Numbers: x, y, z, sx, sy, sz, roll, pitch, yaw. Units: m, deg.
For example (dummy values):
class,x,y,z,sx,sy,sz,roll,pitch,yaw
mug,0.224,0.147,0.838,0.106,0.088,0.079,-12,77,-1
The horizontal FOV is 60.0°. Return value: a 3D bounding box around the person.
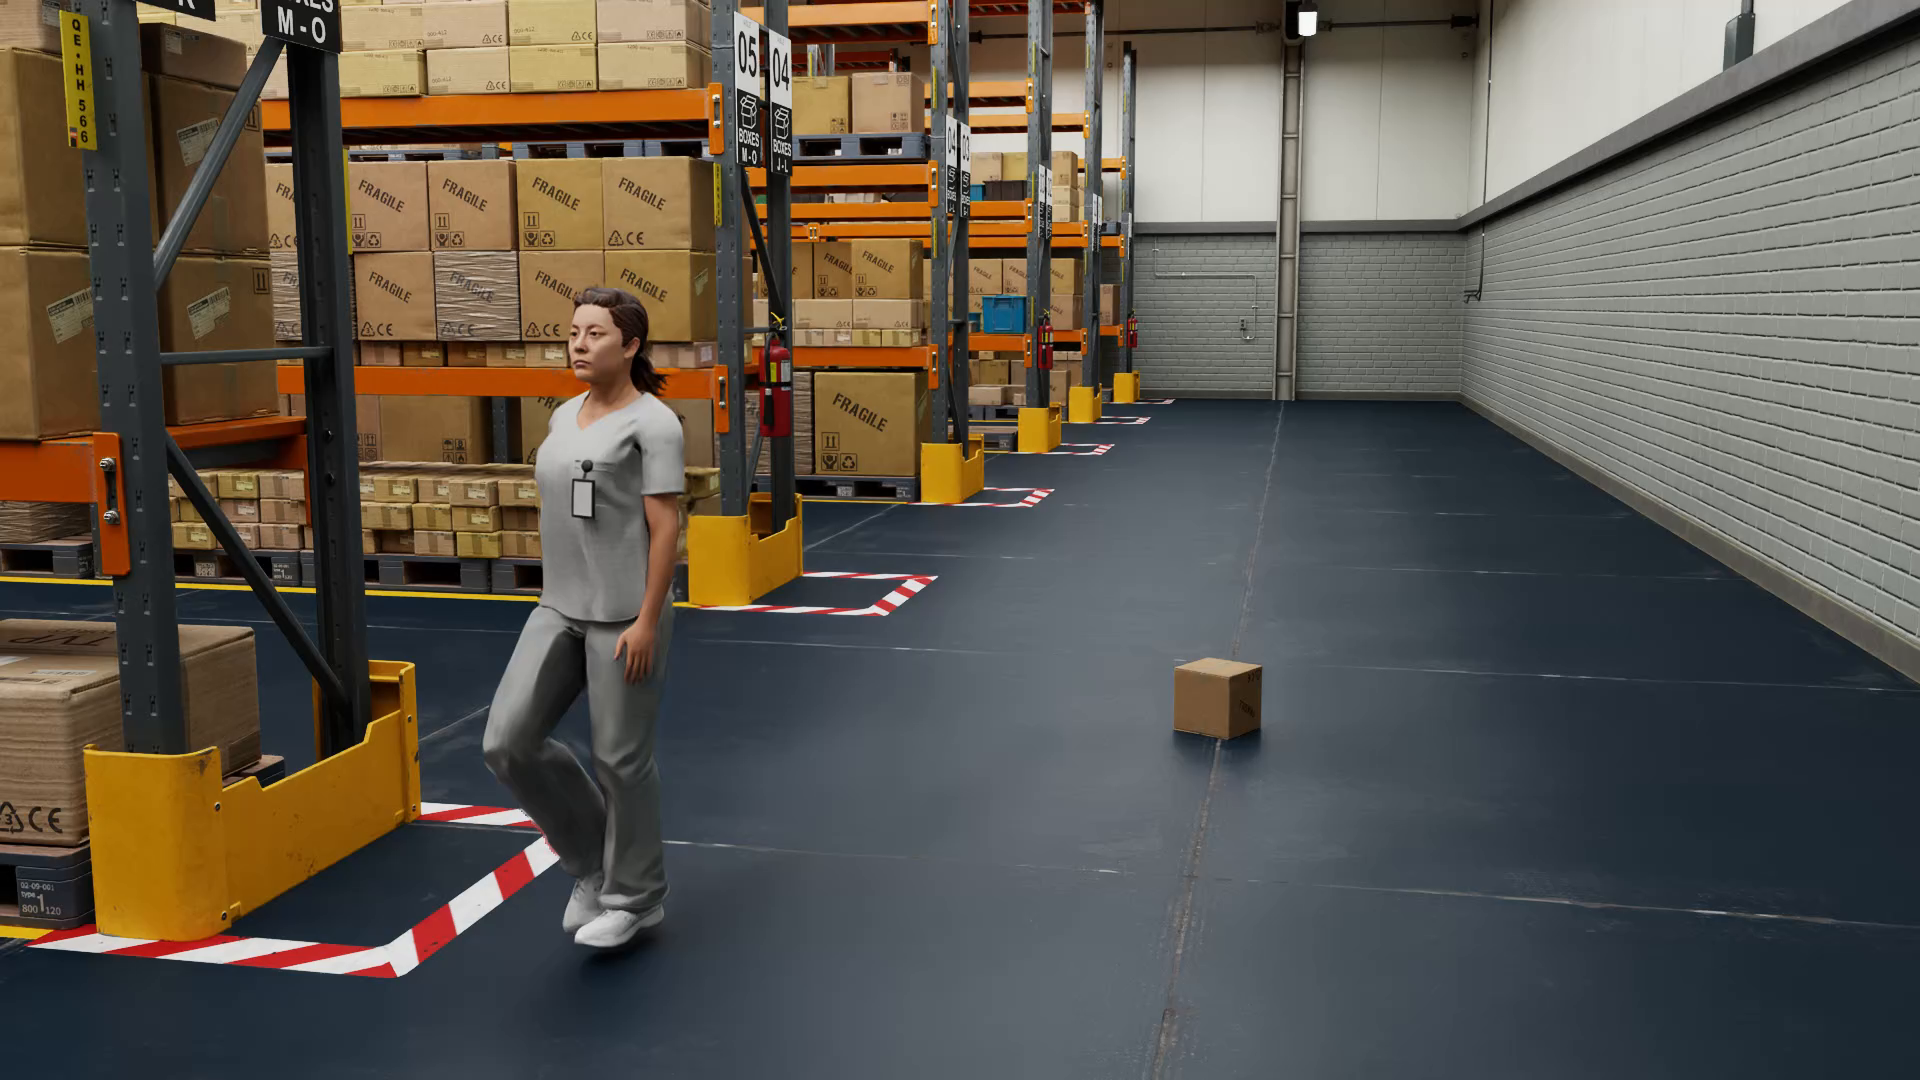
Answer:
class,x,y,z,sx,sy,sz,roll,pitch,yaw
person,-0.915,0.211,4.176,0.472,1.678,0.459,5,9,31
